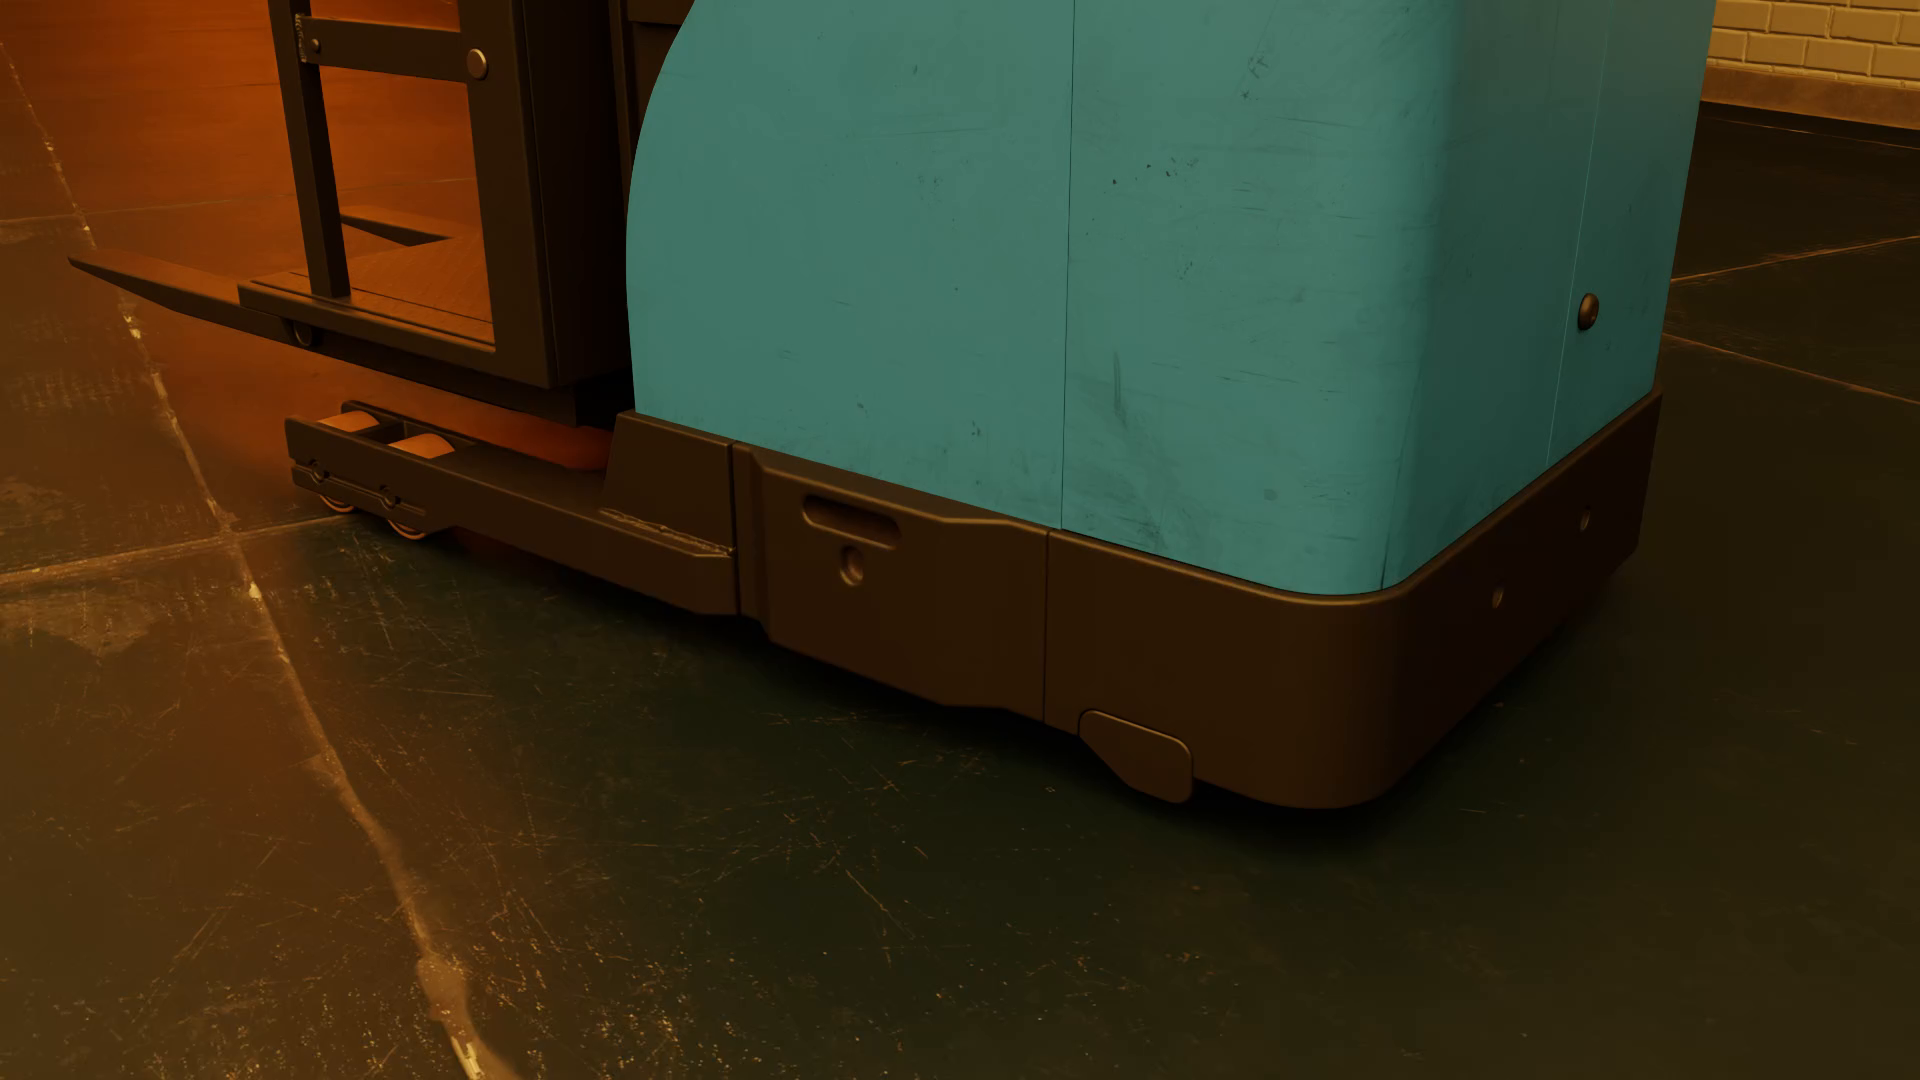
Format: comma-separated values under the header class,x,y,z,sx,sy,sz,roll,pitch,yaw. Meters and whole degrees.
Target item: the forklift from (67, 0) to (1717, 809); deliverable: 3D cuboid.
class,x,y,z,sx,sy,sz,roll,pitch,yaw
forklift,-0.481,-1.497,2.422,3.031,2.935,1.130,16,27,34
